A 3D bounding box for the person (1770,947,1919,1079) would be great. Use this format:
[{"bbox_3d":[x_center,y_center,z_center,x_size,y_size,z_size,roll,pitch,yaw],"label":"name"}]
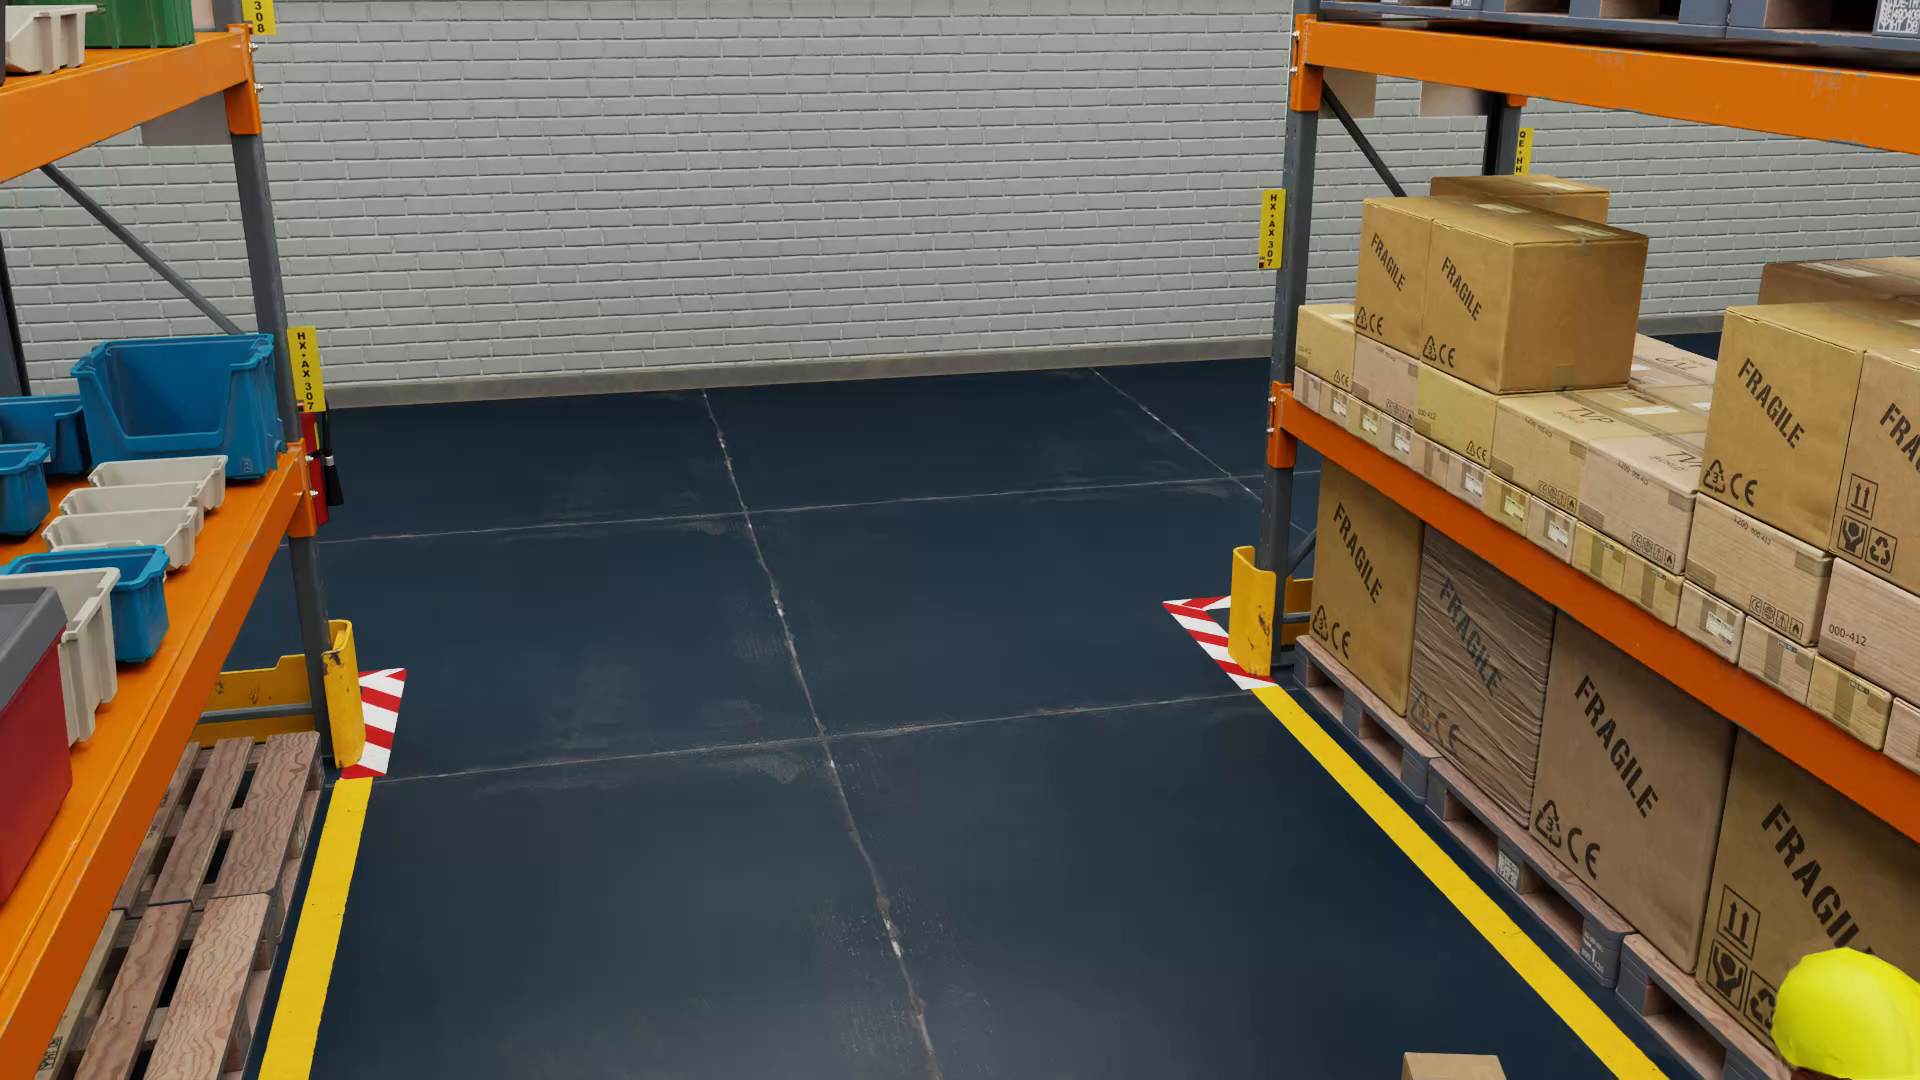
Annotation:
[{"bbox_3d":[1.241,1.385,2.550,0.581,1.760,0.582,-3,20,-9],"label":"person"}]
